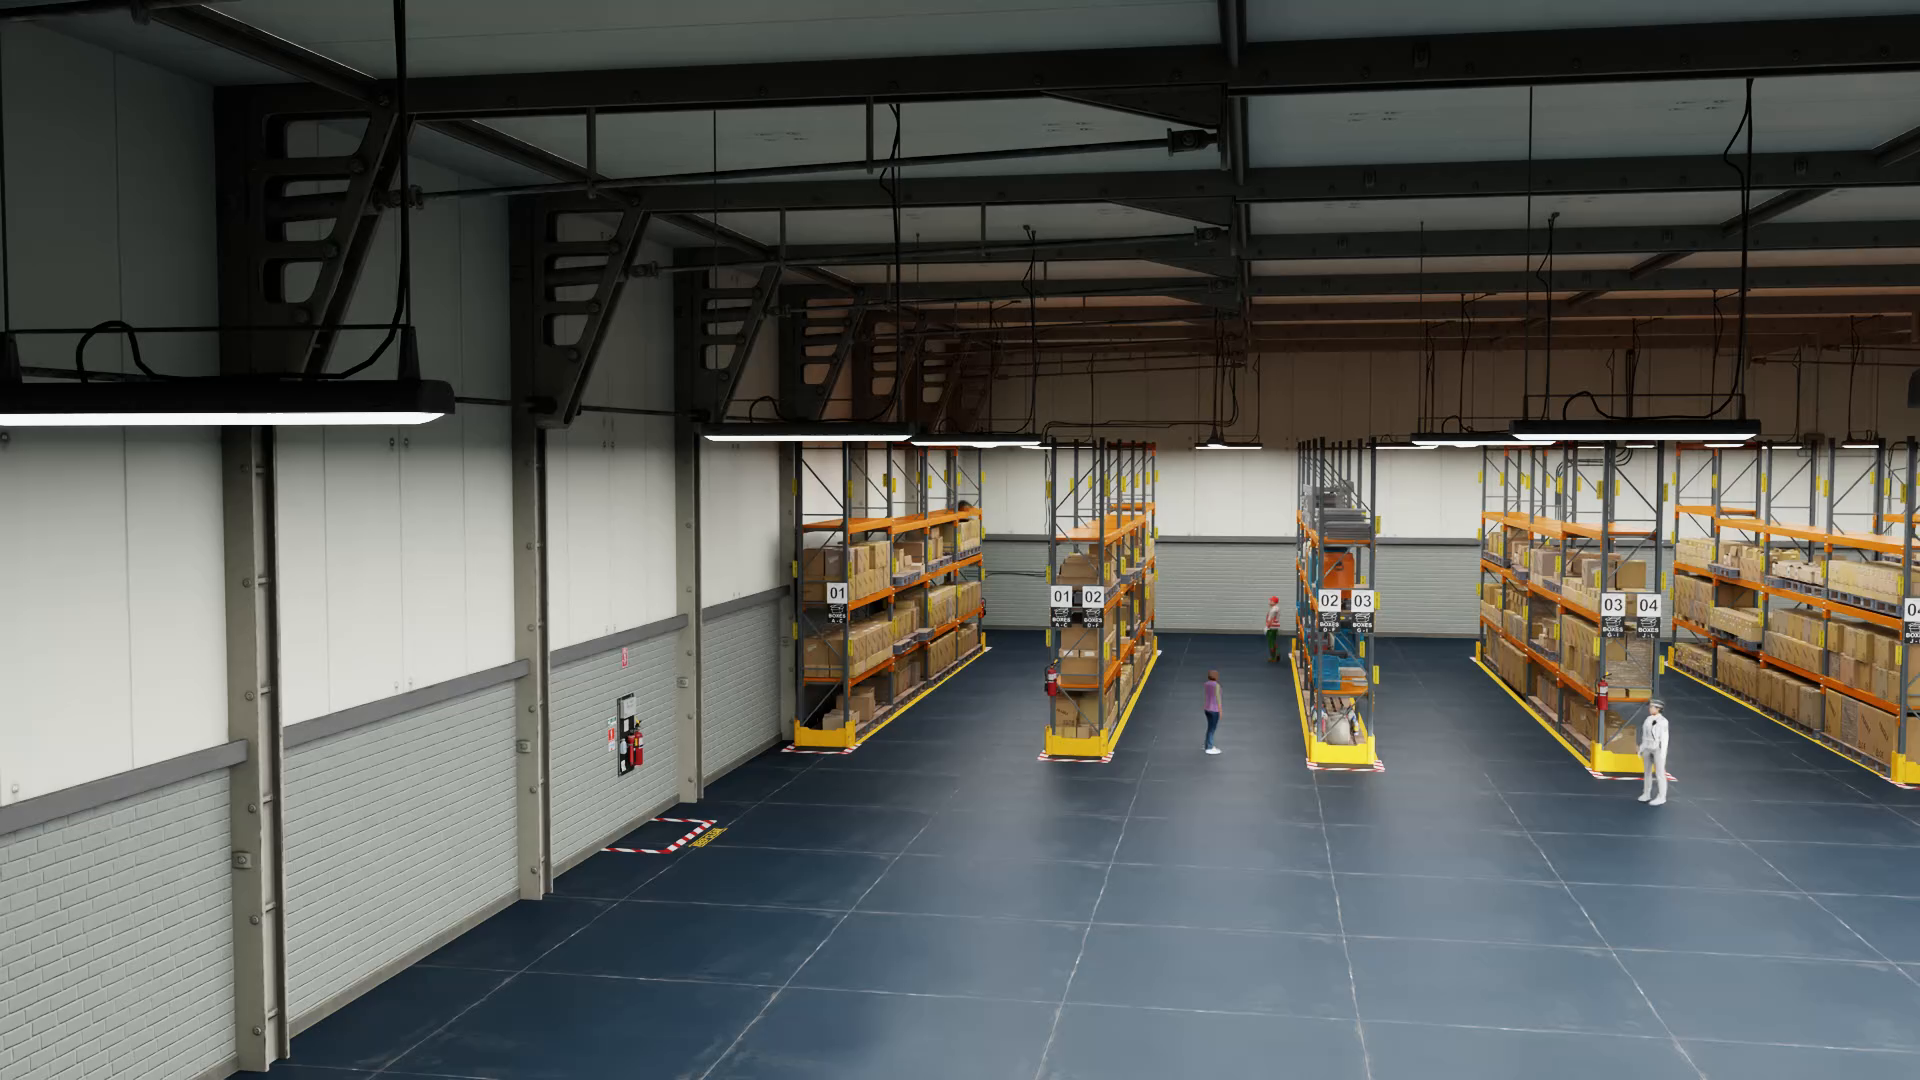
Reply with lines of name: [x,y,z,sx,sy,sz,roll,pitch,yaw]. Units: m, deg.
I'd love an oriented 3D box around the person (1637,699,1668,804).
person: [11.314,3.435,27.132,0.368,1.696,0.525,-1,3,-25]

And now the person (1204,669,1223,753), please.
person: [4.853,3.262,31.607,0.447,1.613,0.459,-1,3,-25]

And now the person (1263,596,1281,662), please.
person: [8.483,2.430,45.244,0.571,1.803,0.460,-2,4,-38]
